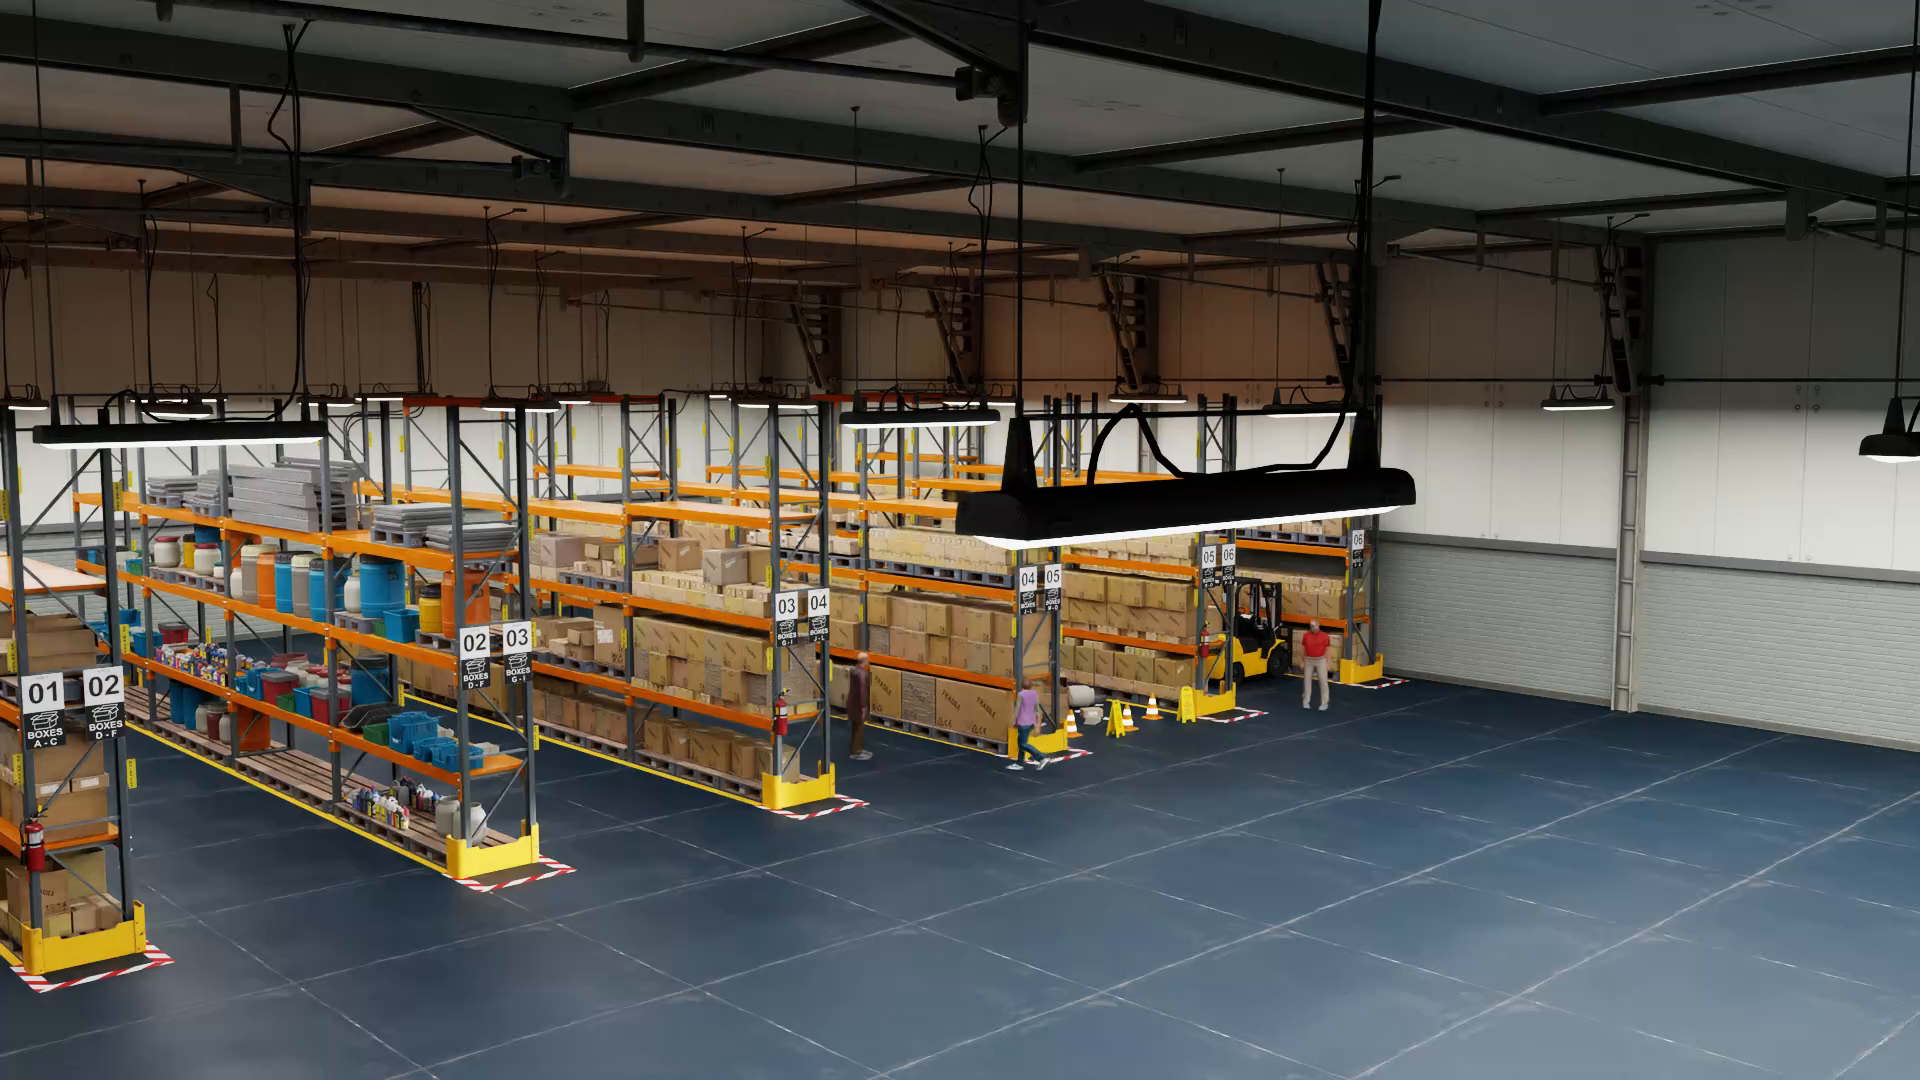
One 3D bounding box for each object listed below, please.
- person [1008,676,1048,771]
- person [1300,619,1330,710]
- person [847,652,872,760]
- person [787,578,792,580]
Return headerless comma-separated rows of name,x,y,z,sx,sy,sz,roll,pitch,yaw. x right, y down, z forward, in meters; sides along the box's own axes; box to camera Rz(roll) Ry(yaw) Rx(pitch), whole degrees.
person,1.113,2.963,26.747,0.842,1.572,0.375,5,7,39
person,6.821,2.375,31.999,0.569,1.733,0.422,3,6,25
person,-1.671,2.765,27.774,0.416,1.798,0.604,-2,6,-18
person,-3.948,1.759,38.161,0.616,1.812,0.381,1,6,11
